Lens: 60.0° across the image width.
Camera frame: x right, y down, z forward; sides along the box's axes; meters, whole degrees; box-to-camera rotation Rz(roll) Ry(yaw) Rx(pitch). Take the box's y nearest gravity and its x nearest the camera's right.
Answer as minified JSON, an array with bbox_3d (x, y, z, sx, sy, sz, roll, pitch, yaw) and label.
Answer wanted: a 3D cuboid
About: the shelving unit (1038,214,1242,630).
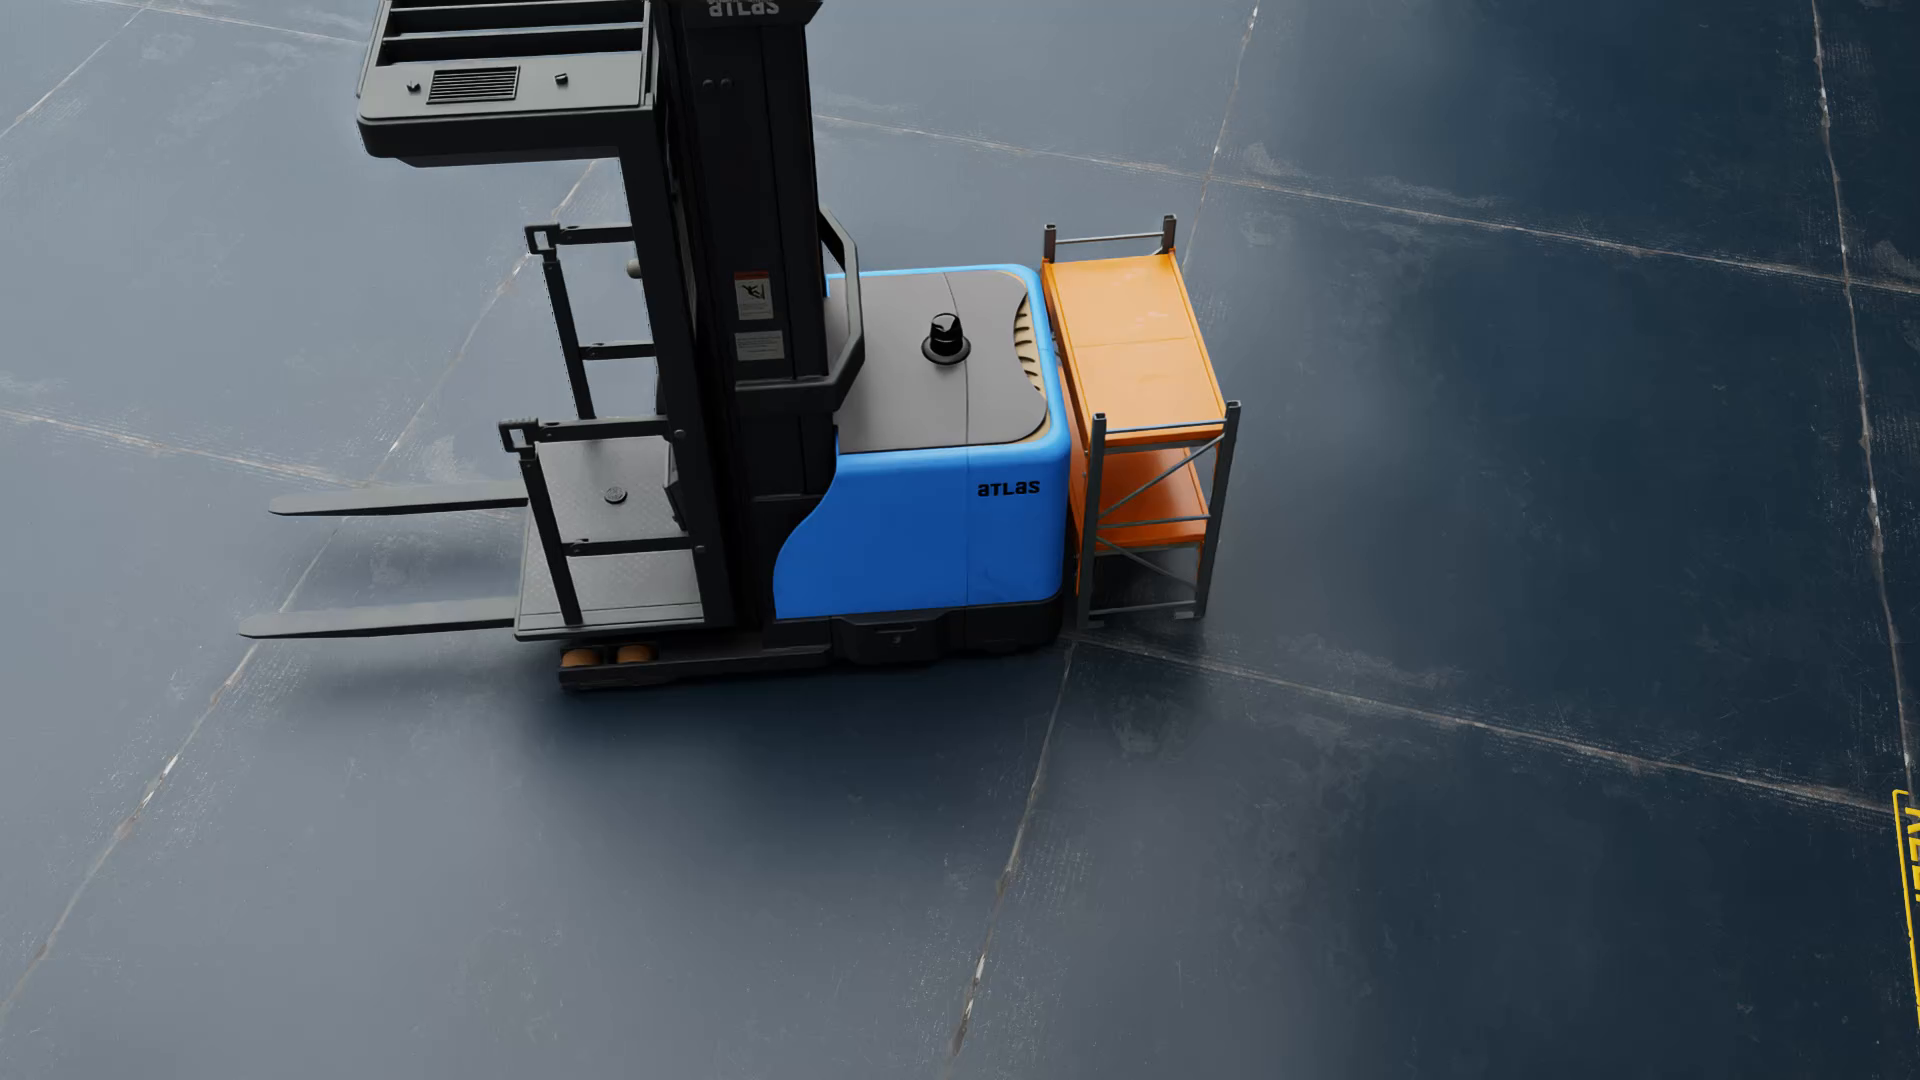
[{"bbox_3d":[0.628,-0.441,6.307,0.538,1.125,1.048,-5,49,-5],"label":"shelving unit"}]

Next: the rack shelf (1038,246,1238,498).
[{"bbox_3d":[0.628,-0.634,6.088,0.538,0.278,1.000,-5,49,-5],"label":"rack shelf"}]

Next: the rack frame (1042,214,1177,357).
[{"bbox_3d":[0.563,-0.819,6.641,0.500,1.125,0.032,-5,49,-5],"label":"rack frame"}]

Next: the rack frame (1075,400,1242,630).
[{"bbox_3d":[0.693,-0.063,5.974,0.500,1.125,0.032,-5,49,-5],"label":"rack frame"}]

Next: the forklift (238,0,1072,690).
[{"bbox_3d":[-1.159,-0.830,5.447,3.031,2.935,1.130,-4,49,-3],"label":"forklift"}]

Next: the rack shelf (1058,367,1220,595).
[{"bbox_3d":[0.628,-0.279,6.491,0.538,0.278,1.000,-5,49,-5],"label":"rack shelf"}]
